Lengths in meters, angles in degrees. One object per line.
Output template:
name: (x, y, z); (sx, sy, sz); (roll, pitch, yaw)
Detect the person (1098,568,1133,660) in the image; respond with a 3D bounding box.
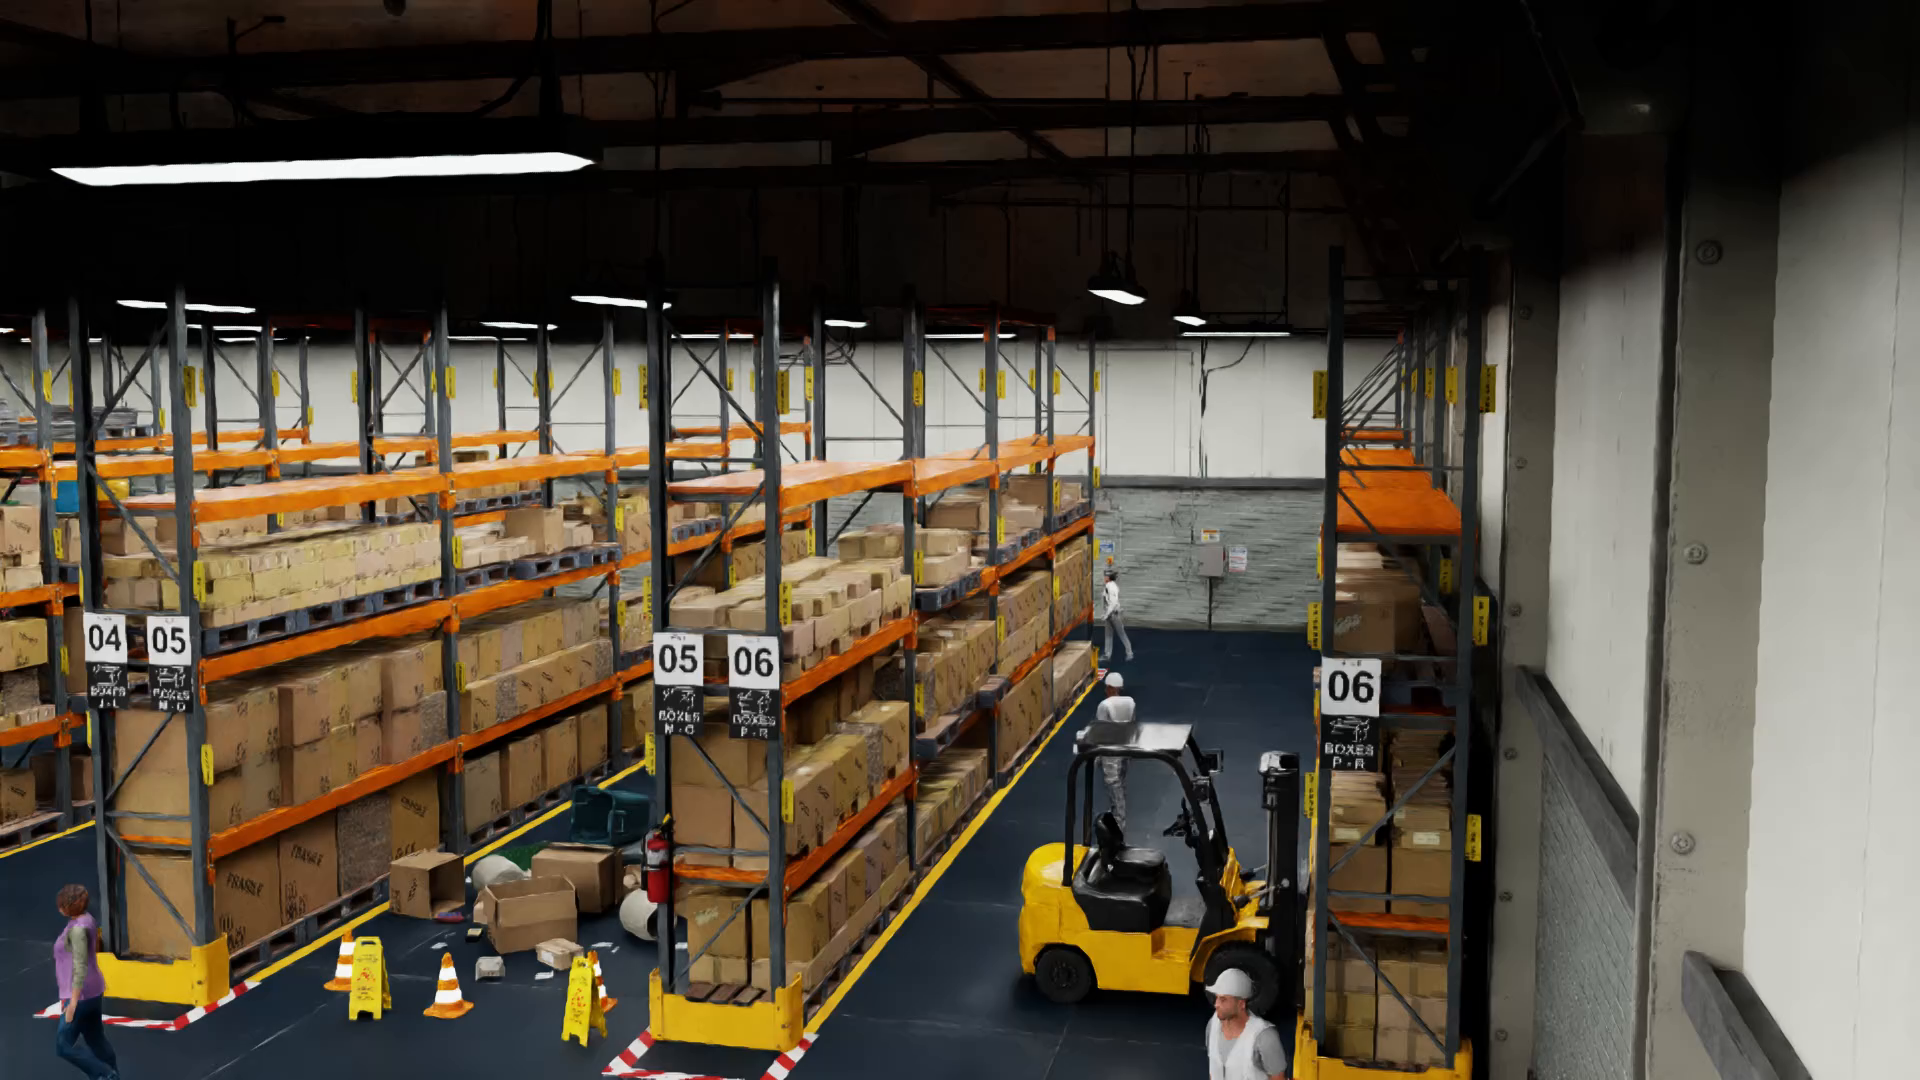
person: (2.772, 1.331, 29.783); (0.679, 1.659, 0.498); (-1, 6, -14)

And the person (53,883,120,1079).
person: (-6.104, 3.193, 11.635); (0.397, 1.589, 0.550); (-2, 6, -20)

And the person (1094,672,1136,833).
person: (1.725, 2.364, 18.793); (0.583, 1.782, 0.662); (5, 8, 42)

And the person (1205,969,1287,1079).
person: (1.686, 3.320, 9.572); (0.573, 1.780, 0.587); (-5, 8, -41)
